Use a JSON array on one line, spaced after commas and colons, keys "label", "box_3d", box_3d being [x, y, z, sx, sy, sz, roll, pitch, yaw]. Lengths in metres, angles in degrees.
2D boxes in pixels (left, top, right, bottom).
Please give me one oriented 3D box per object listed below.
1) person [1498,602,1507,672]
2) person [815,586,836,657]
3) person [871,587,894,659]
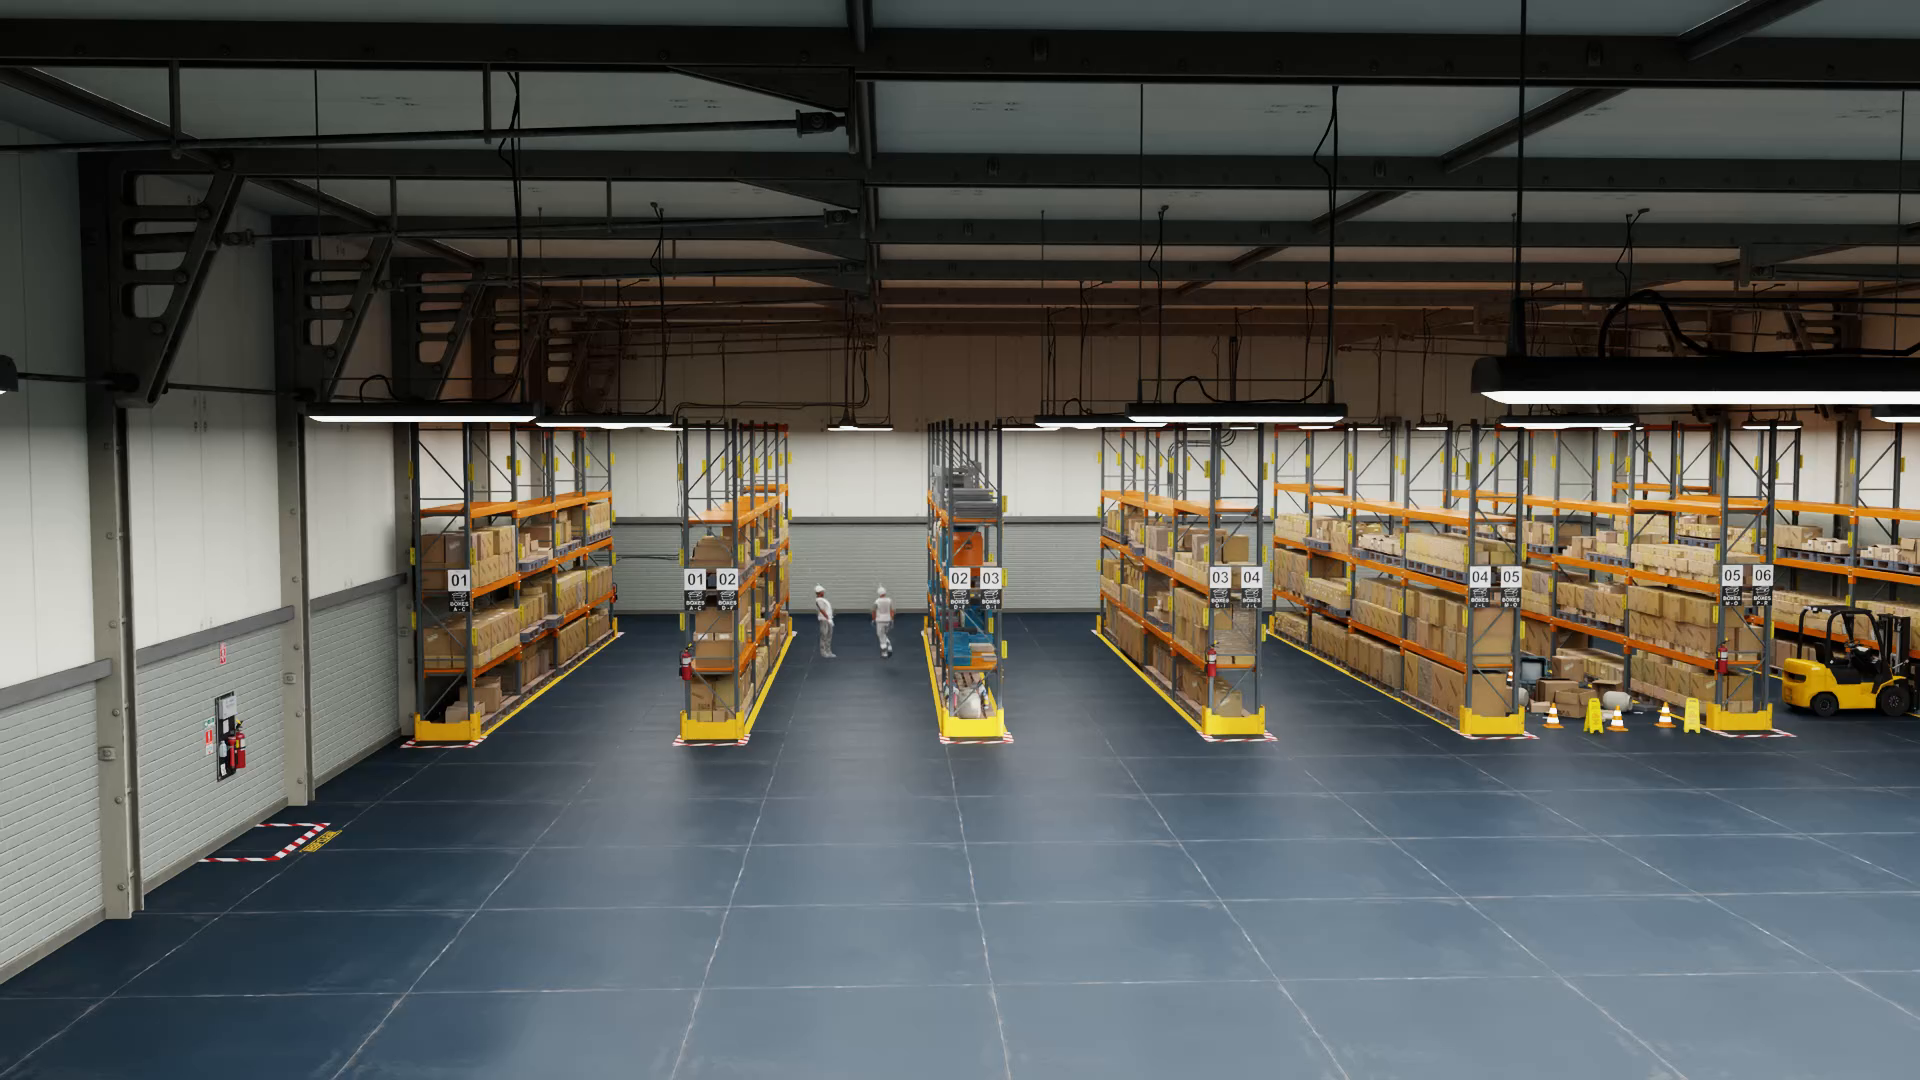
[{"label": "person", "box_3d": [12.916, 2.326, 39.807, 0.555, 1.700, 0.730, -1, 4, -14]}, {"label": "person", "box_3d": [-3.328, 2.037, 41.460, 0.655, 1.803, 0.663, 1, 4, 22]}, {"label": "person", "box_3d": [-1.945, 2.045, 41.012, 0.536, 1.786, 0.531, 3, 5, 41]}]
